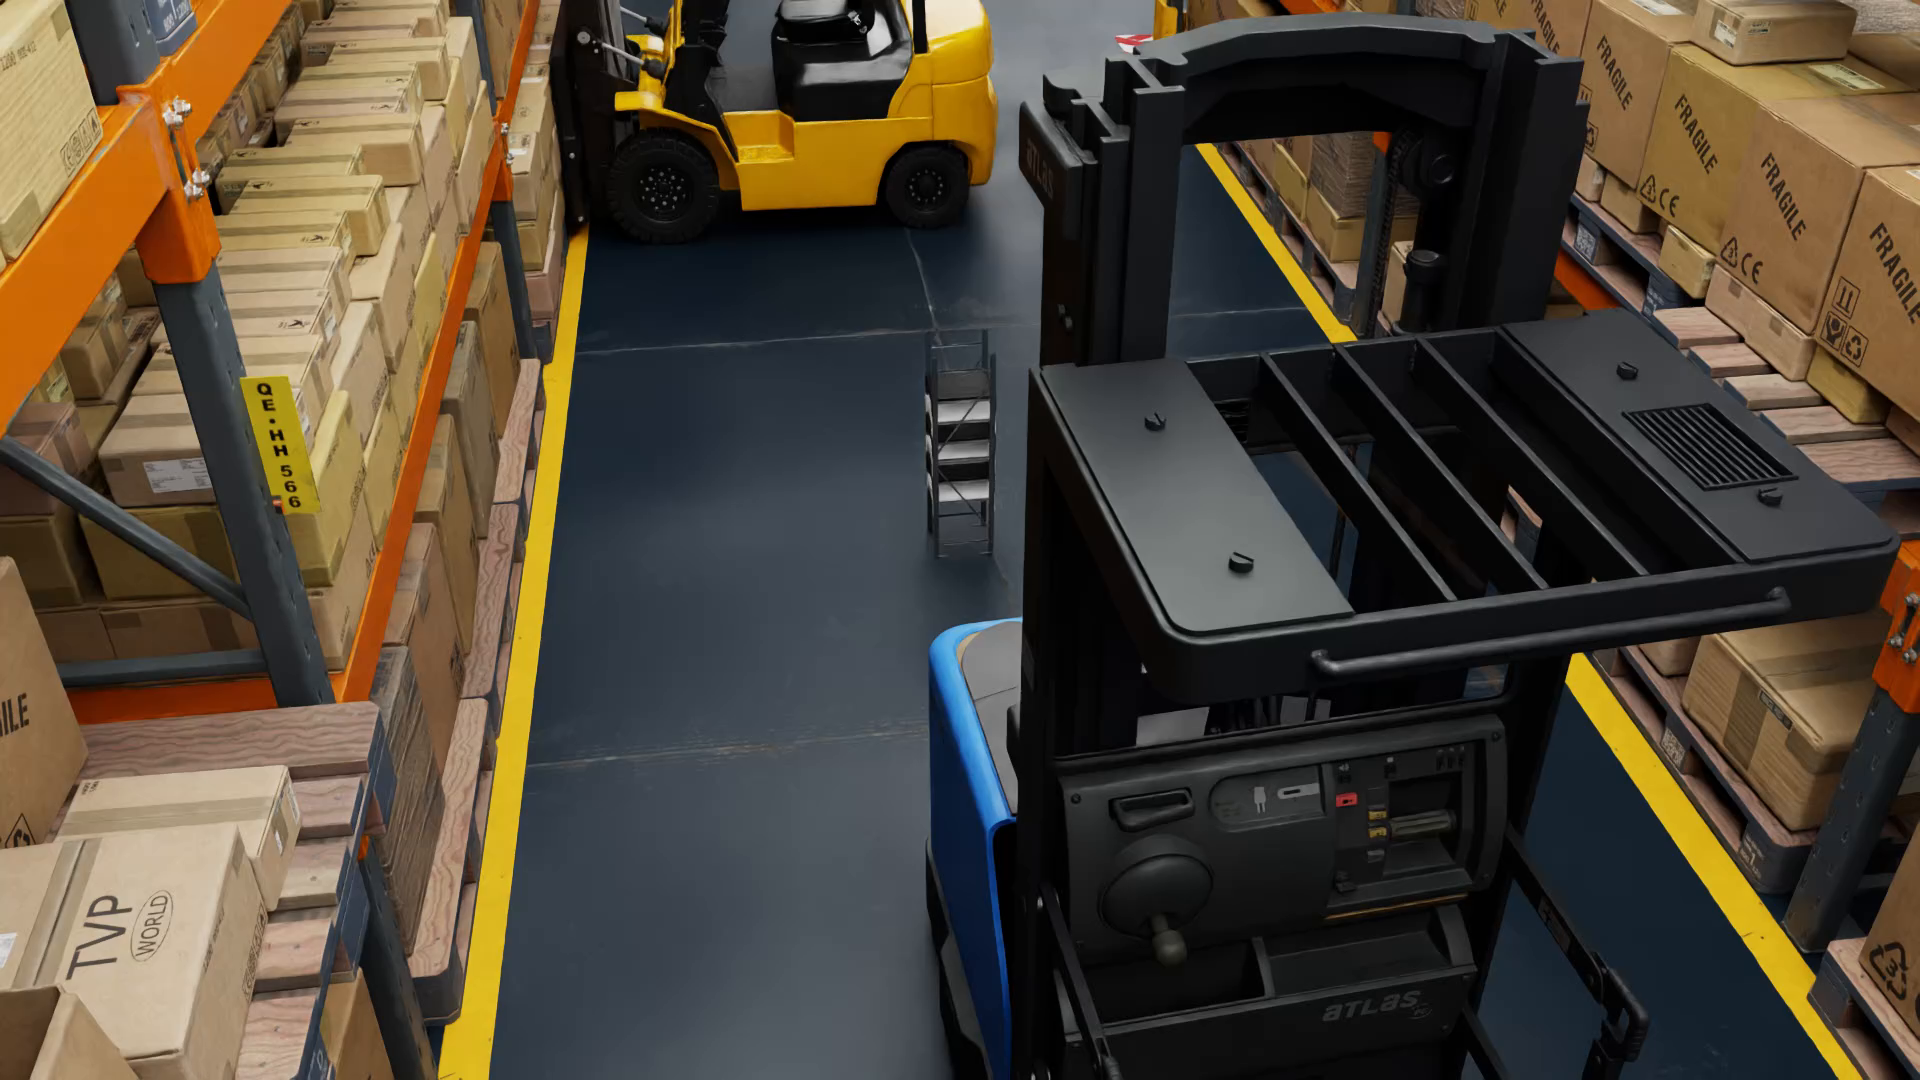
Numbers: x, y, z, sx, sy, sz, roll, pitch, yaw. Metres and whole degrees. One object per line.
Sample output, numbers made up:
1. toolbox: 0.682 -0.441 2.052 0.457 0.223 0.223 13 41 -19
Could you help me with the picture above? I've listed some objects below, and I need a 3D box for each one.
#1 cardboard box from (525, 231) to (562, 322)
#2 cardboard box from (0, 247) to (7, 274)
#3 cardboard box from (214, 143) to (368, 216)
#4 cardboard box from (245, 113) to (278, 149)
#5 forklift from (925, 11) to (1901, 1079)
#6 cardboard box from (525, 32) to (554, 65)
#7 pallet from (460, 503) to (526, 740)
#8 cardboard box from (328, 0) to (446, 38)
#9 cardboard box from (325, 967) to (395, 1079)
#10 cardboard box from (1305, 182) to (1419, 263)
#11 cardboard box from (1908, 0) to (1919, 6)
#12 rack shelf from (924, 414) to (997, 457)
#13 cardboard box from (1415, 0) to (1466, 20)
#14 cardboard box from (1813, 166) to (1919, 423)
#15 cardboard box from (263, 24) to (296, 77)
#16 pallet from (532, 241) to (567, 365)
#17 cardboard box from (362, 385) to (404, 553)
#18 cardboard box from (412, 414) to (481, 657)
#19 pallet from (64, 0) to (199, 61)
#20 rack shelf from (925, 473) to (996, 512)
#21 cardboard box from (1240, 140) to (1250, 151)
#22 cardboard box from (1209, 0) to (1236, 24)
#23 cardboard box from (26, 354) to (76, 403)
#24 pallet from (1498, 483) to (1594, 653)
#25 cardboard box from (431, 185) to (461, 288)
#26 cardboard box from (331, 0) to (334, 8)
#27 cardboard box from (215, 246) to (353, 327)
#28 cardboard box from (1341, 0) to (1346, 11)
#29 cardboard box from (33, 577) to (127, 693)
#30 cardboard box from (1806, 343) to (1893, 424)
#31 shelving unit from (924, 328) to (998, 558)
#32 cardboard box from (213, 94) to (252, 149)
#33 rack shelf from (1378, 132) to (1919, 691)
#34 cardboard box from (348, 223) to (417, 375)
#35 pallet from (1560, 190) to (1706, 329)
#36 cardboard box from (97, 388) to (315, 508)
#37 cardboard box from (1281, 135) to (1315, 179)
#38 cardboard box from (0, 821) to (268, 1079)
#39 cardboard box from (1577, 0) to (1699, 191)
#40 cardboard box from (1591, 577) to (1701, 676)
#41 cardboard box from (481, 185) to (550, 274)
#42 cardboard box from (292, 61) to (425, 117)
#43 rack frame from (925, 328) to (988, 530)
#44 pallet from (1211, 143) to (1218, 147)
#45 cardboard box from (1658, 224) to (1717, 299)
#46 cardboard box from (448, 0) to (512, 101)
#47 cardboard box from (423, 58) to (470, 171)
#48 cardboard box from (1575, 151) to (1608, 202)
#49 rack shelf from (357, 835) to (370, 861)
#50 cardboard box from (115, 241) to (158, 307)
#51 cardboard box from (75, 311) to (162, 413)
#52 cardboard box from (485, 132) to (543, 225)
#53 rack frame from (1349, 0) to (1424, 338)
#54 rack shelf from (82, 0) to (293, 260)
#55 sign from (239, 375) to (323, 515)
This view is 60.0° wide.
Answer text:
1. cardboard box: -2.205 -1.263 8.009 0.500 0.250 0.500 -4 34 -6
2. cardboard box: -1.552 -0.328 2.037 0.500 0.250 0.500 -4 35 -6
3. cardboard box: -1.995 -1.066 4.985 0.380 0.149 0.250 -4 35 -6
4. cardboard box: -2.538 -1.205 5.543 0.500 0.250 0.500 -5 35 -8
5. forklift: 0.707 0.667 3.168 1.130 2.935 3.031 -7 35 -10
6. cardboard box: -2.422 -2.532 8.982 0.500 0.250 0.500 -5 35 -7
7. pallet: -2.162 0.312 6.105 1.003 0.211 1.213 -4 35 -6
8. cardboard box: -2.149 -1.924 6.245 0.380 0.149 0.250 -5 35 -7
9. cardboard box: -1.660 1.380 3.908 0.500 0.500 0.500 -3 34 -5
10. cardboard box: 2.105 -1.656 8.585 0.500 0.250 0.500 -3 34 -4
11. cardboard box: 6.961 -3.895 11.315 0.875 0.875 0.875 -4 34 -6
12. rack shelf: 0.001 -0.414 6.458 0.258 0.077 0.200 -4 35 -6
13. cardboard box: 2.229 -2.364 6.829 0.500 0.500 0.500 -4 34 -5
14. cardboard box: 2.652 -0.647 4.310 0.500 0.500 0.500 -5 35 -8
15. cardboard box: -2.616 -1.735 5.967 0.380 0.149 0.250 -4 35 -7
16. pallet: -2.533 -1.226 8.361 1.003 0.211 1.213 -4 35 -6
17. cardboard box: -1.810 -0.184 4.490 0.500 0.250 0.500 -5 35 -7
18. cardboard box: -2.186 0.020 5.793 0.875 0.625 0.625 -6 35 -8
19. pallet: -2.109 -1.232 3.399 1.213 0.211 1.003 -3 34 -4
20. rack shelf: 0.001 -0.191 6.610 0.258 0.077 0.200 -4 35 -6
21. cardboard box: 1.894 -2.518 9.851 0.500 0.250 0.500 -2 34 -3
22. cardboard box: 1.825 -3.113 10.057 0.500 0.500 0.500 -6 35 -8
23. cardboard box: -2.320 -0.312 3.880 0.380 0.149 0.250 -4 34 -5
24. pallet: 2.724 -0.040 6.621 1.003 0.211 1.213 -4 35 -6
25. cardboard box: -2.031 -1.048 5.758 0.500 0.250 0.500 -4 34 -6
26. cardboard box: -2.796 -2.203 7.230 0.500 0.500 0.500 -5 35 -7
27. cardboard box: -1.825 -0.644 4.366 0.380 0.149 0.250 -4 34 -6
28. cardboard box: 2.107 -2.652 8.201 0.380 0.149 0.250 -4 34 -6
29. cardboard box: -2.244 0.132 4.026 0.500 0.250 0.500 -5 35 -7
30. cardboard box: 2.603 -0.456 4.606 0.380 0.149 0.250 -4 34 -6
31. shelving unit: 0.001 -0.367 6.490 0.258 0.900 0.210 -4 35 -6
32. cardboard box: -2.514 -1.313 5.348 0.380 0.149 0.250 -5 35 -7
33. rack shelf: 2.719 -0.896 6.040 1.077 0.370 4.000 -4 35 -6
34. cardboard box: -1.866 -0.683 4.777 0.500 0.250 0.500 -5 35 -8
35. pallet: 2.682 -1.099 5.870 1.003 0.211 1.213 -4 35 -6
36. cardboard box: -1.681 -0.208 3.728 0.380 0.149 0.250 -3 34 -5
37. cardboard box: 2.035 -2.250 8.791 0.500 0.500 0.500 -4 34 -6
38. cardboard box: -1.467 0.754 2.741 0.500 0.250 0.500 -6 35 -9
39. cardboard box: 2.430 -1.521 5.593 0.500 0.500 0.500 -6 35 -8
40. cardboard box: 2.815 0.108 5.888 0.950 0.372 0.625 -5 35 -7
41. cardboard box: -2.227 -1.468 7.866 0.500 0.250 0.500 -5 35 -7
42. cardboard box: -2.028 -1.496 5.617 0.380 0.149 0.250 -5 35 -8
43. rack frame: -0.013 -0.424 6.573 0.240 0.900 0.006 -4 35 -6
44. pallet: 1.997 -2.890 10.804 1.003 0.211 1.213 -4 35 -6
45. cardboard box: 2.448 -0.887 5.238 0.380 0.149 0.250 -4 34 -6
46. cardboard box: -2.269 -2.240 7.284 0.500 0.500 0.500 -5 35 -8
47. cardboard box: -2.072 -1.535 6.027 0.500 0.250 0.500 -5 35 -8
48. cardboard box: 2.359 -1.317 5.869 0.380 0.149 0.250 -3 34 -5
49. rack shelf: -1.661 1.714 2.210 1.077 0.370 4.000 -4 35 -6
50. cardboard box: -2.354 -0.745 4.514 0.380 0.149 0.250 -5 35 -7
51. cardboard box: -2.336 -0.358 4.302 0.500 0.250 0.500 -4 34 -6
52. cardboard box: -2.222 -1.675 7.725 0.500 0.250 0.500 -5 35 -7
53. rack frame: 2.451 -2.309 7.475 1.000 3.000 0.127 -4 35 -6
54. rack shelf: -2.199 -1.757 4.640 1.077 0.370 4.000 -4 35 -6
55. sign: -1.393 -0.191 3.409 0.100 0.325 0.005 -4 35 -6
